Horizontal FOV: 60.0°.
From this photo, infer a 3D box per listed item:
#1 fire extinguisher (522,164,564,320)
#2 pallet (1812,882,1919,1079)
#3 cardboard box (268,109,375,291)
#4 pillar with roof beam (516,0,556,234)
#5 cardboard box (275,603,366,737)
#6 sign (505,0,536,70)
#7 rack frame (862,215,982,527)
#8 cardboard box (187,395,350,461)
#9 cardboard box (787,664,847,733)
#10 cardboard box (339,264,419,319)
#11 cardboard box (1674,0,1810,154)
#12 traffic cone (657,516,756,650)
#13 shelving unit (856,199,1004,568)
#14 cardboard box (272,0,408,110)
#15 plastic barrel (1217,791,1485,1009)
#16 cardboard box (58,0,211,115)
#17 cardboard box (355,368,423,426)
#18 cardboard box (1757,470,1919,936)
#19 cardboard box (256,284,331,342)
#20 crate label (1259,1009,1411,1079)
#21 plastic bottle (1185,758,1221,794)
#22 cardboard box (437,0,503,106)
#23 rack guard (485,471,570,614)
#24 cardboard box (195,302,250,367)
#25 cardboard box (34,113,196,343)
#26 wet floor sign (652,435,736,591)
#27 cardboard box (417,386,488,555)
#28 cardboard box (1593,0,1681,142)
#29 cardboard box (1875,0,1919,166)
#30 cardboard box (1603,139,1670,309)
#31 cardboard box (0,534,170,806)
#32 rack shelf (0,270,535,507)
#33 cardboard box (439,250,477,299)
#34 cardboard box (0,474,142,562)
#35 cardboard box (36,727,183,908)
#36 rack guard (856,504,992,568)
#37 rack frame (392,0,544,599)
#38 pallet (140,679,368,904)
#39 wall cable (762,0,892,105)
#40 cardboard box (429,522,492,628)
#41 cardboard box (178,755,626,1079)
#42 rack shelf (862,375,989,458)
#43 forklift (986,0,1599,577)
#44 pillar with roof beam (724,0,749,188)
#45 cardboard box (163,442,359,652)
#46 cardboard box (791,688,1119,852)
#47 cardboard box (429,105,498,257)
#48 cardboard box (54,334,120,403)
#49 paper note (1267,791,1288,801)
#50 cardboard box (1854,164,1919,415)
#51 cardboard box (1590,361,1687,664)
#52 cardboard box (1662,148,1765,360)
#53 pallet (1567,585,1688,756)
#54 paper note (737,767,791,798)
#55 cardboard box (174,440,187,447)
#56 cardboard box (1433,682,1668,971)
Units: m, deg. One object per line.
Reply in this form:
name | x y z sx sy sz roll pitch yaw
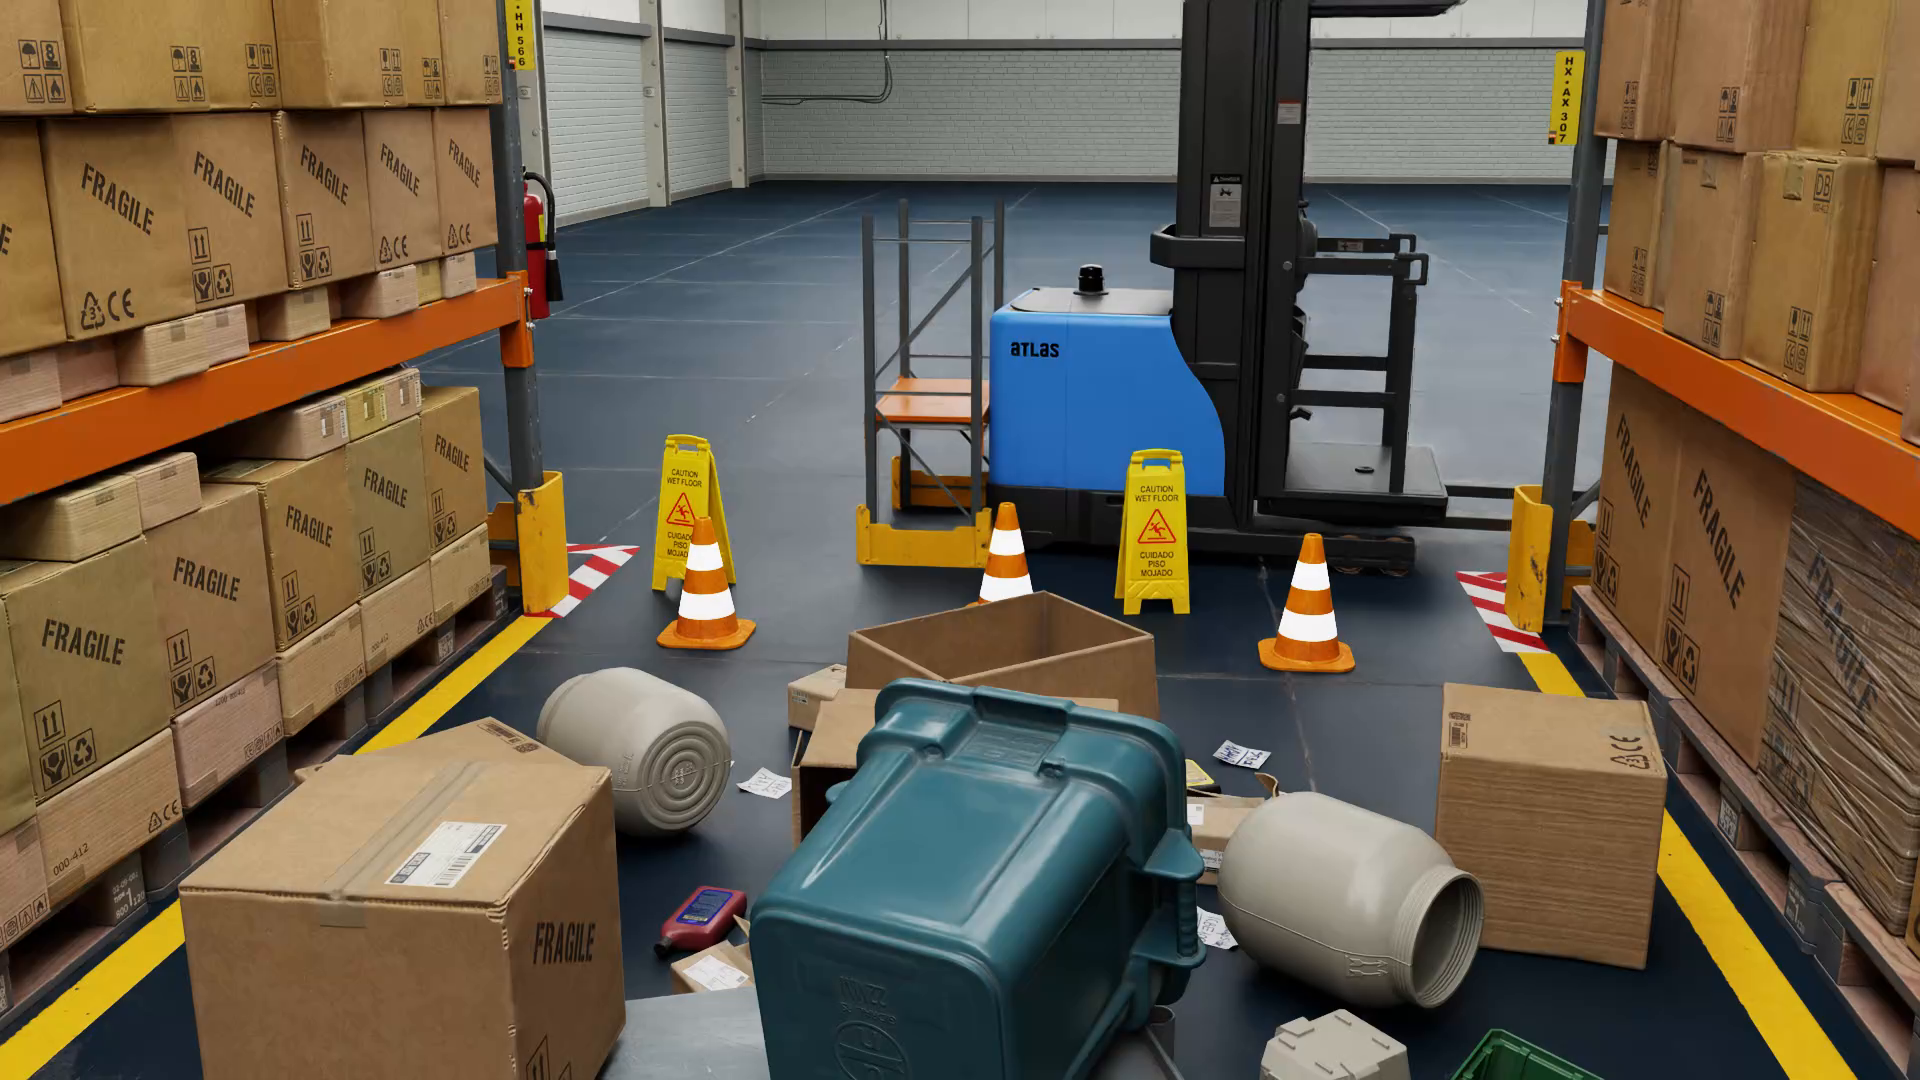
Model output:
fire extinguisher | -1.724 -1.215 6.558 0.296 0.674 0.183 2 15 6
pallet | 2.447 1.072 3.294 1.003 0.211 1.213 2 15 6
cardboard box | -2.103 -1.020 4.926 0.500 0.500 0.500 2 15 6
pillar with roof beam | -1.793 -8.665 22.468 9.100 9.000 0.400 2 15 6
cardboard box | -2.139 0.376 4.989 0.500 0.250 0.500 1 15 4
sign | -1.646 -1.926 6.216 0.100 0.325 0.005 2 15 6
rack frame | -0.157 -0.620 7.083 0.500 1.500 0.032 2 15 6
cardboard box | -2.064 -0.341 4.960 0.380 0.149 0.250 2 15 9
cardboard box | -0.336 0.539 5.383 0.380 0.149 0.250 11 19 35
cardboard box | -1.992 -0.809 5.390 0.380 0.149 0.250 2 15 7
cardboard box | 2.486 -1.329 4.473 0.875 0.550 0.550 2 15 6
traffic cone | -0.962 0.138 6.266 0.336 0.463 0.334 2 15 6
shelving unit | -0.100 -0.750 7.562 0.587 1.500 1.083 2 15 6
cardboard box | -2.056 -1.506 4.807 0.700 0.500 0.500 2 15 6
plastic barrel | 0.887 0.825 3.800 0.421 0.421 0.512 -14 20 -42
cardboard box | -2.218 -1.242 3.833 0.700 0.500 0.500 1 15 5
cardboard box | -2.001 -0.474 5.453 0.380 0.149 0.250 2 15 8
cardboard box | 2.522 0.349 3.892 0.875 0.875 0.875 2 15 7
cardboard box | -2.099 -0.678 4.904 0.380 0.149 0.250 2 15 6
crate label | 0.767 1.082 3.399 0.298 0.136 0.250 -10 18 -32
plastic bottle | 0.678 0.723 4.873 0.133 0.061 0.283 -4 16 -13
cardboard box | -2.036 -1.772 5.792 0.700 0.500 0.500 1 15 5
rack guard | -2.204 -0.010 6.741 1.175 0.500 0.348 2 15 6
cardboard box | -2.138 -0.548 4.422 0.380 0.149 0.250 2 15 6
cardboard box | -2.217 -0.757 3.955 0.500 0.500 0.500 2 15 6
wet floor sign | -1.110 -0.118 6.861 0.267 0.644 0.232 7 17 25
cardboard box | -2.026 -0.258 5.897 0.500 0.500 0.500 2 15 7
cardboard box | 2.654 -1.615 5.533 0.875 0.550 0.550 2 15 6
cardboard box | 2.503 -1.050 3.442 0.875 0.550 0.550 2 15 6
cardboard box | 2.738 -1.092 5.665 0.875 0.550 0.550 2 15 6
cardboard box | -2.263 0.279 3.909 0.500 0.500 0.500 2 15 9
rack shelf | -2.421 -0.370 4.663 1.077 0.370 4.000 2 15 6
cardboard box | -1.943 -0.943 5.884 0.380 0.149 0.250 2 15 6
cardboard box | -2.182 -0.059 3.916 0.380 0.149 0.250 2 15 8
cardboard box | -2.262 0.642 4.005 0.500 0.250 0.500 3 15 9
rack guard | -0.157 -0.017 7.247 0.587 0.250 0.087 2 15 6
rack frame | -2.195 -1.236 6.488 1.000 3.000 0.127 2 15 6
pallet | -2.470 0.655 4.837 1.003 0.211 1.213 2 15 6
wall cable | -3.070 -11.131 37.534 3.097 2.526 0.112 2 15 6
cardboard box | -2.022 0.112 5.964 0.500 0.250 0.500 2 15 6
cardboard box | -0.874 0.687 2.714 0.500 0.500 0.500 2 15 6
rack shelf | -0.099 -0.578 7.617 0.538 0.185 1.000 2 15 6
forklift | 1.687 -1.410 7.261 3.031 2.935 1.130 3 15 12
pillar with roof beam | -0.439 -11.778 33.978 9.100 9.000 0.400 2 15 6
cardboard box | -2.146 0.008 4.913 0.500 0.500 0.500 1 15 5
cardboard box | 0.025 0.676 3.938 0.797 0.637 0.503 2 15 6
cardboard box | -1.982 -1.279 5.885 0.500 0.500 0.500 1 15 5
cardboard box | -2.254 -0.420 3.950 0.380 0.149 0.250 2 15 6
paper note | 0.917 0.756 4.846 0.032 0.001 0.123 11 19 35
cardboard box | 2.531 -0.528 3.580 0.875 0.550 0.550 2 15 6
cardboard box | 2.724 -0.116 5.611 0.875 0.875 0.875 2 15 7
cardboard box | 2.510 -0.807 4.612 0.875 0.550 0.550 2 15 6
pallet | 2.722 0.439 5.634 1.003 0.211 1.213 2 15 6
paper note | -0.569 0.722 4.955 0.148 0.019 0.142 7 17 25
cardboard box | -2.618 -0.131 5.426 0.500 0.500 0.500 1 15 4
cardboard box | 1.439 0.693 4.136 0.500 0.500 0.500 4 16 16
